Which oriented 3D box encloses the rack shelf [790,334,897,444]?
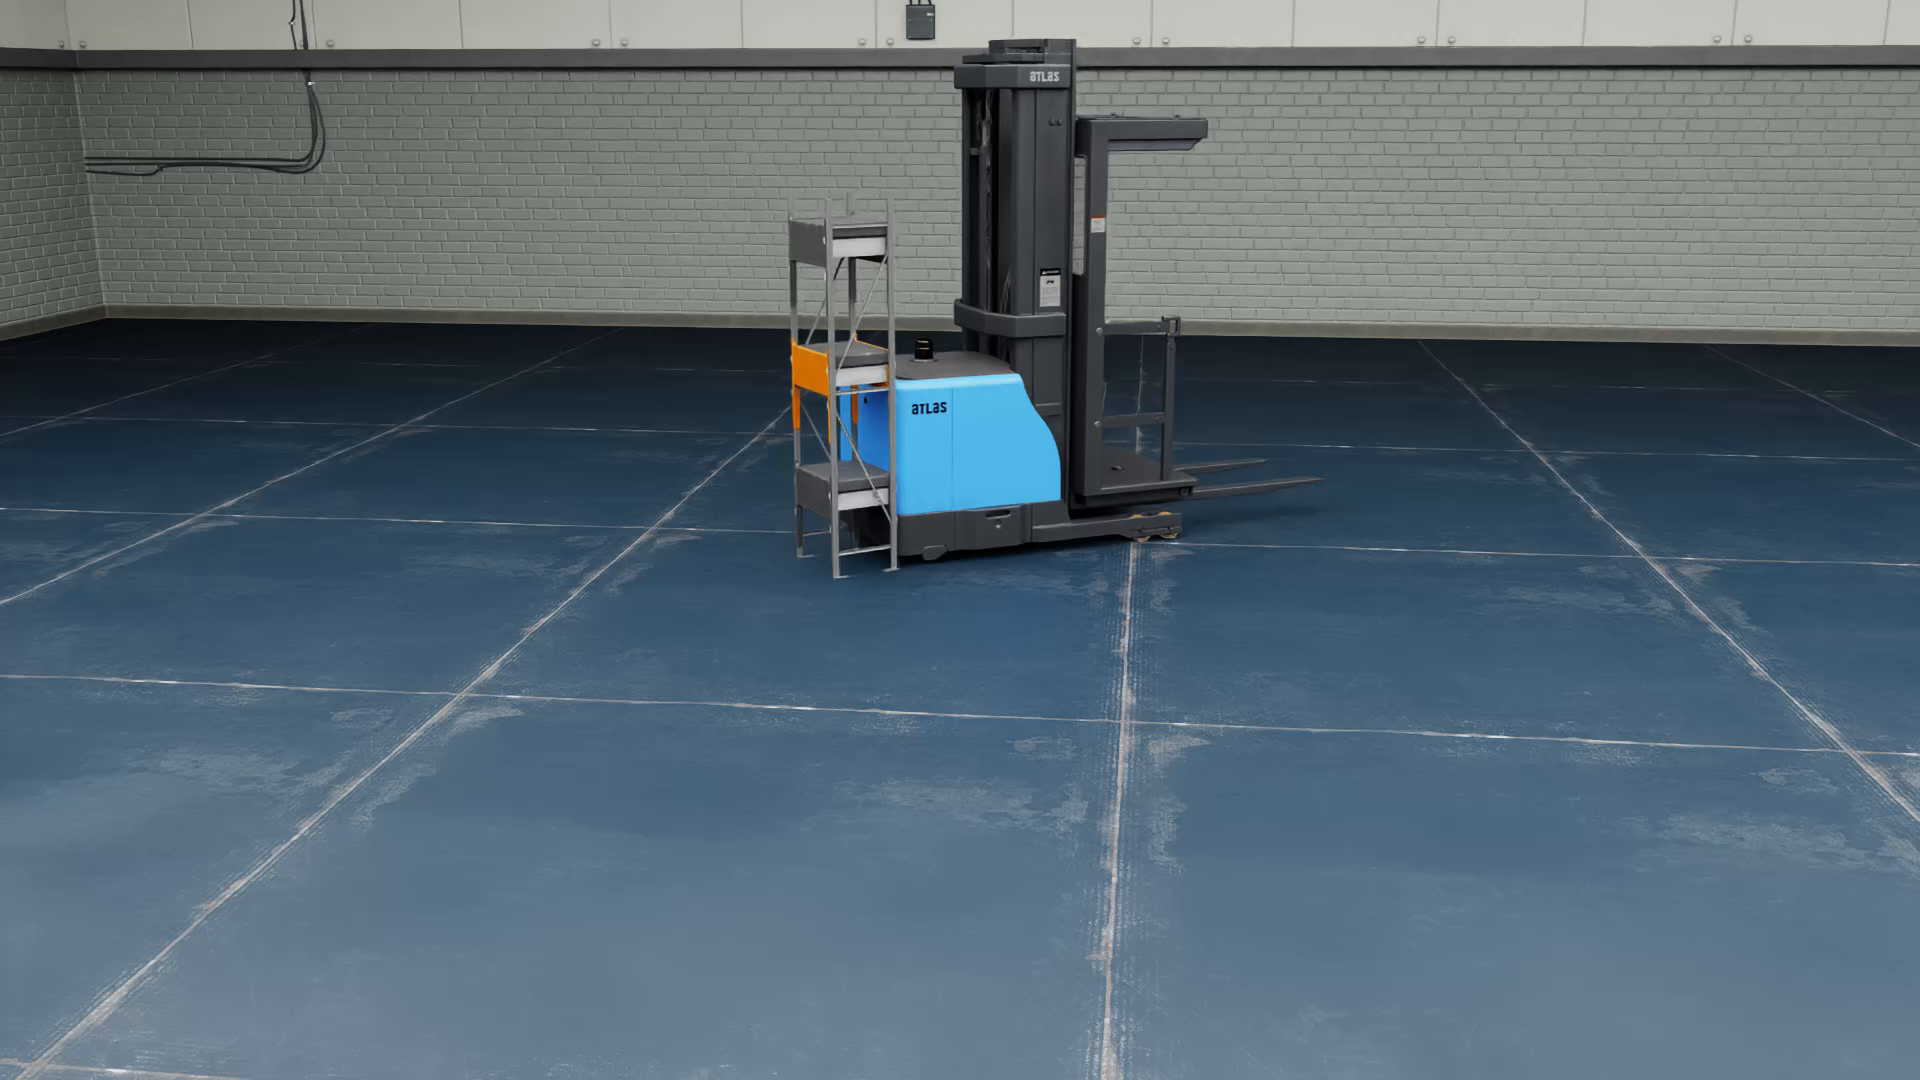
[{"bbox_3d":[-0.658,-0.859,9.368,0.431,0.518,0.480,-8,17,-29],"label":"rack shelf"}]

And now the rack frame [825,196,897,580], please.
[{"bbox_3d":[-0.537,-0.817,9.160,0.400,2.100,0.015,-8,17,-29],"label":"rack frame"}]

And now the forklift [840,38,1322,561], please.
[{"bbox_3d":[0.818,-1.522,10.177,3.031,2.935,1.130,-6,16,-22],"label":"forklift"}]

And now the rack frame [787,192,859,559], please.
[{"bbox_3d":[-0.779,-0.927,9.569,0.400,2.100,0.015,-8,17,-29],"label":"rack frame"}]

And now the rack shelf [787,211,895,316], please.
[{"bbox_3d":[-0.658,-1.535,9.185,0.431,0.518,0.480,-8,17,-29],"label":"rack shelf"}]

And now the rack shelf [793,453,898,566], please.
[{"bbox_3d":[-0.658,-0.183,9.551,0.431,0.518,0.480,-8,17,-29],"label":"rack shelf"}]

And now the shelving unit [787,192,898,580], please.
[{"bbox_3d":[-0.658,-0.872,9.365,0.431,2.100,0.503,-8,17,-29],"label":"shelving unit"}]

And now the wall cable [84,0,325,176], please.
[{"bbox_3d":[-8.867,-5.476,19.124,3.097,2.526,0.112,2,15,6],"label":"wall cable"}]

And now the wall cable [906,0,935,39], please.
[{"bbox_3d":[0.564,-8.333,17.226,2.305,6.003,0.169,2,15,6],"label":"wall cable"}]
